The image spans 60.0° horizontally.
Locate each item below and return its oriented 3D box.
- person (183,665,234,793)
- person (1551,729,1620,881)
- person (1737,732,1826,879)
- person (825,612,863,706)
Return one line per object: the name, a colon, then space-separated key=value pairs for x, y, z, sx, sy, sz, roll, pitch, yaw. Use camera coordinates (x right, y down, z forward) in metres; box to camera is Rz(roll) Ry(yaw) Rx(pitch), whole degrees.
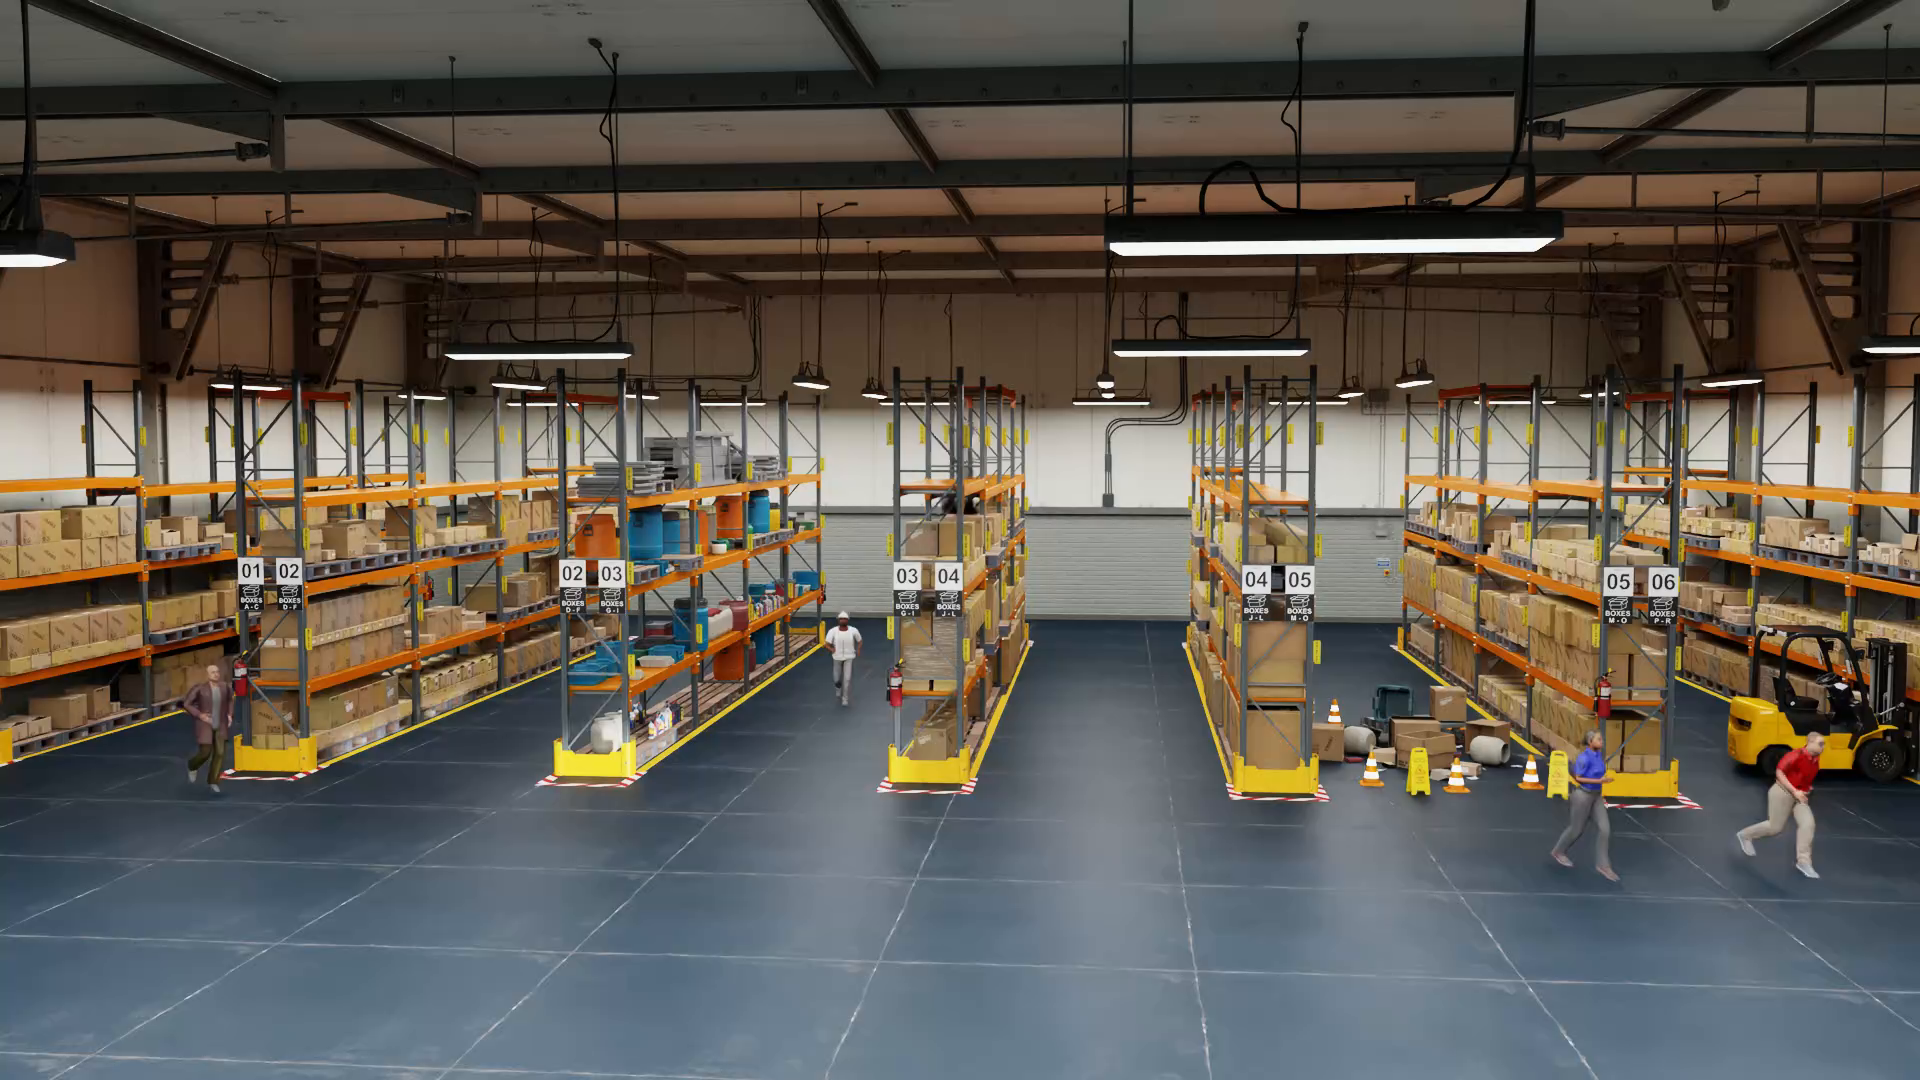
person: x=-10.661 y=2.672 z=23.684 sx=0.822 sy=1.782 sz=0.735 roll=3 pitch=5 yaw=43
person: x=7.129 y=3.003 z=18.966 sx=0.555 sy=1.706 sz=0.800 roll=-3 pitch=5 yaw=-38
person: x=9.519 y=3.004 z=19.257 sx=0.693 sy=1.690 sz=1.009 roll=-3 pitch=4 yaw=-36
person: x=-2.168 y=2.210 z=31.067 sx=0.714 sy=1.733 sz=0.791 roll=0 pitch=4 yaw=-2
